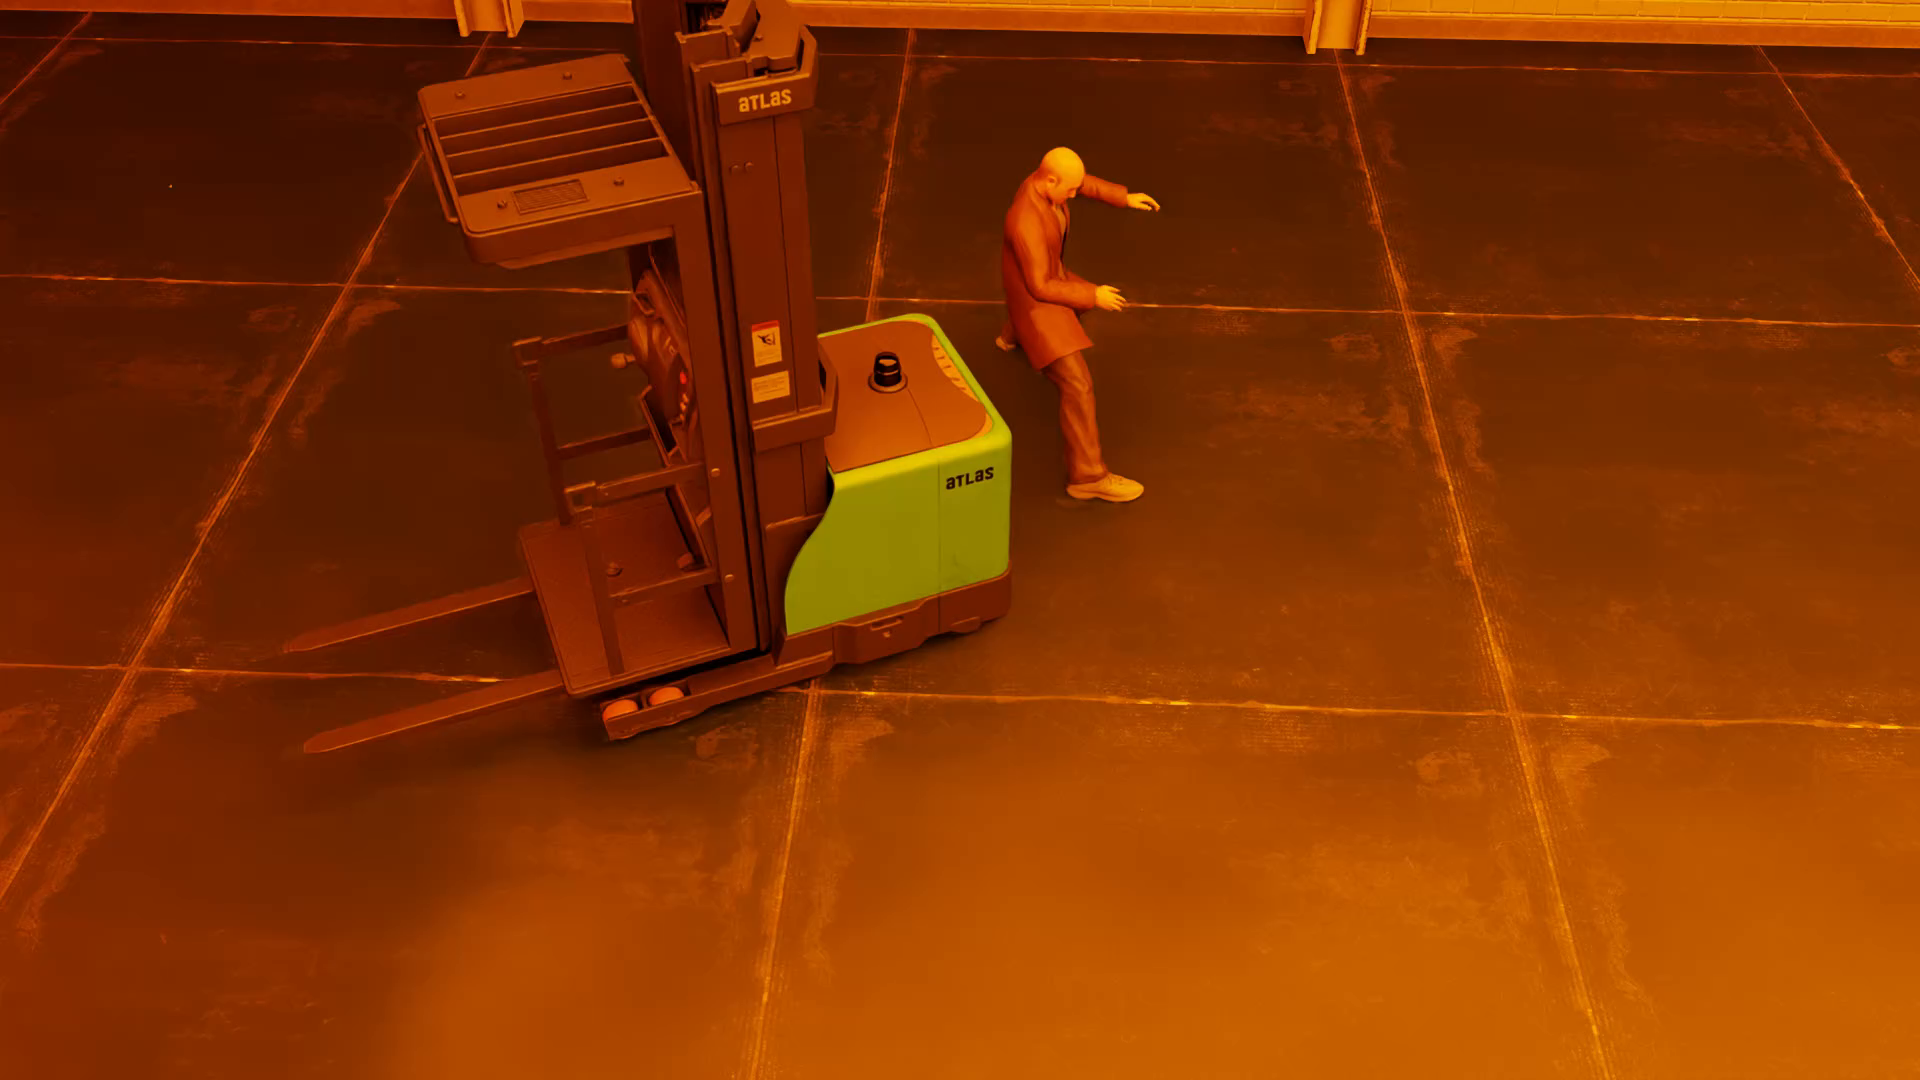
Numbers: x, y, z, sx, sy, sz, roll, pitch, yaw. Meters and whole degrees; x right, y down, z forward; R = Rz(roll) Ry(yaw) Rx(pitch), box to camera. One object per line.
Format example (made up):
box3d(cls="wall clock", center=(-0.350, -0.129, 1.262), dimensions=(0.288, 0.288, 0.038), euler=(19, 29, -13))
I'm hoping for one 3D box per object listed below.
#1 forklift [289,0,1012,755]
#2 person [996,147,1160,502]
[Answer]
box3d(cls="forklift", center=(-1.340, -0.653, 6.458), dimensions=(3.031, 2.935, 1.130), euler=(-15, 45, -16))
box3d(cls="person", center=(0.562, -1.233, 8.110), dimensions=(0.922, 1.551, 1.338), euler=(8, 43, 9))
